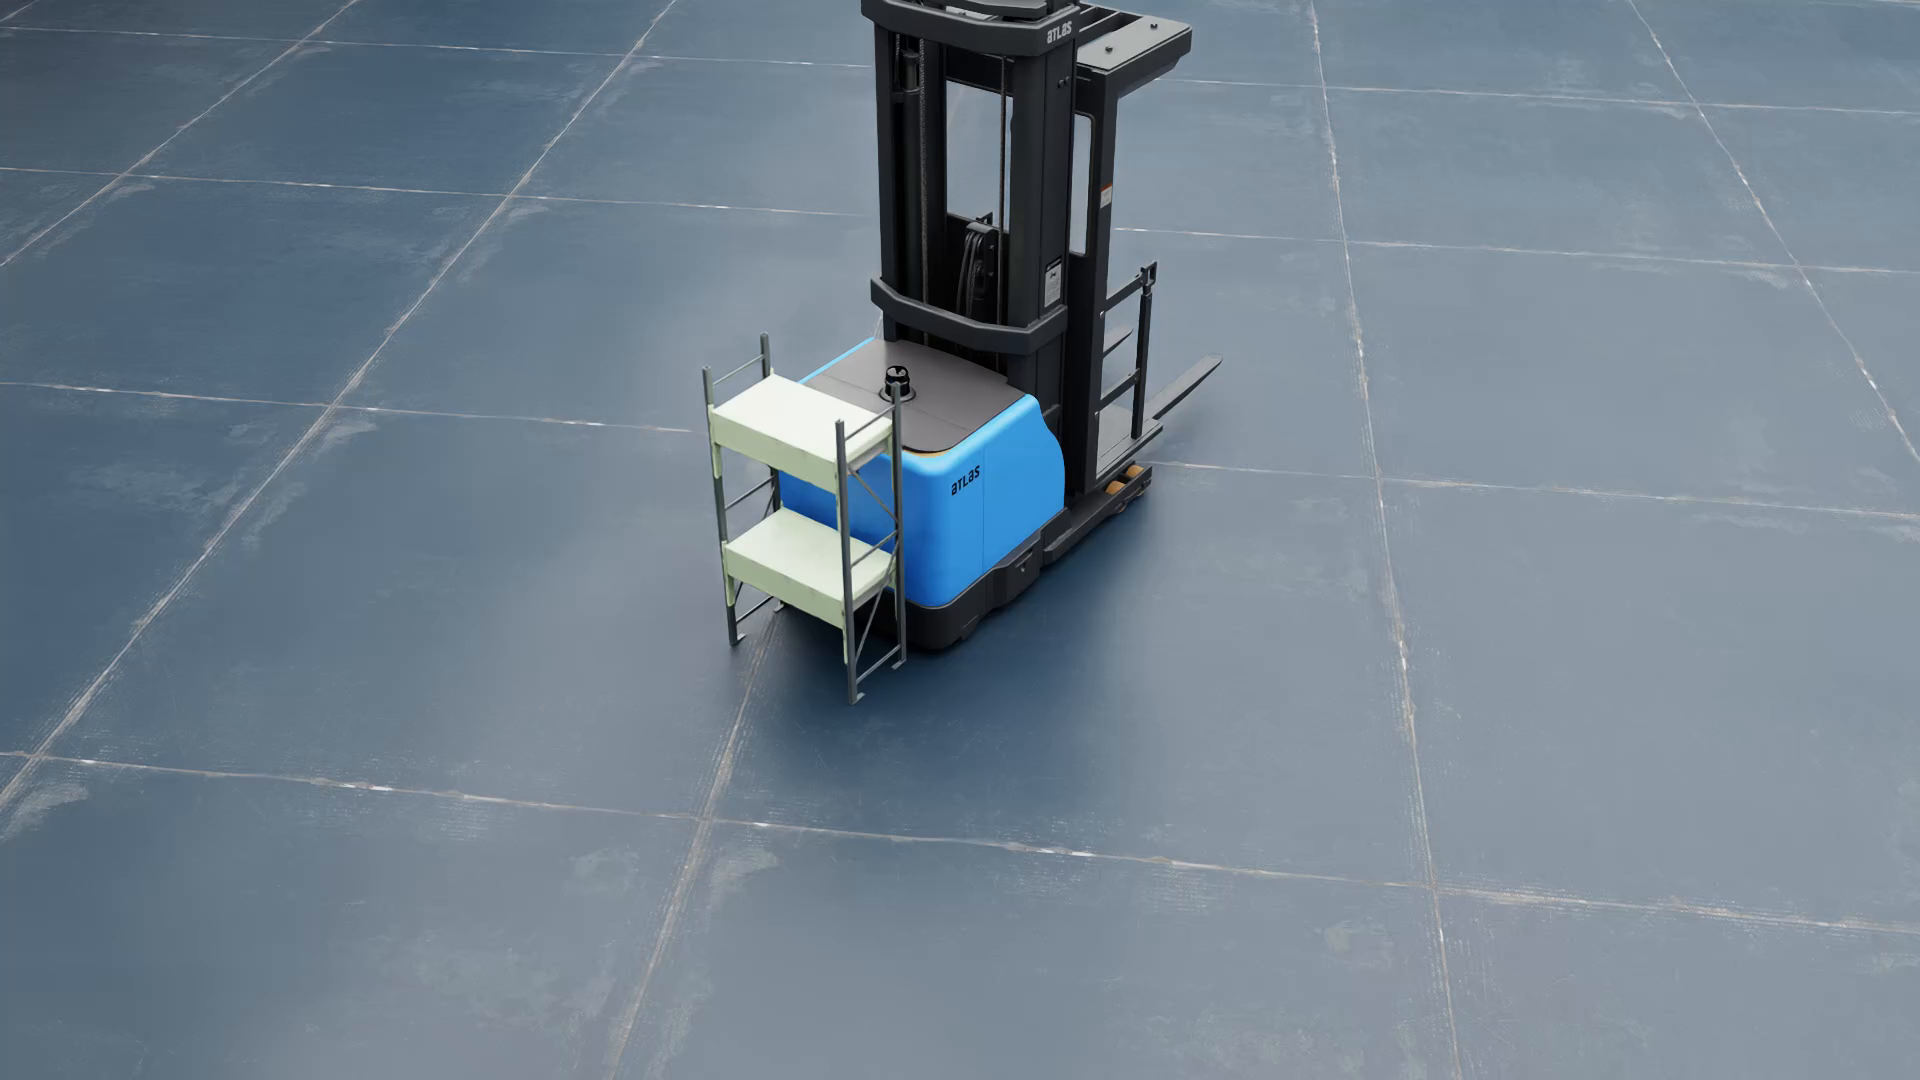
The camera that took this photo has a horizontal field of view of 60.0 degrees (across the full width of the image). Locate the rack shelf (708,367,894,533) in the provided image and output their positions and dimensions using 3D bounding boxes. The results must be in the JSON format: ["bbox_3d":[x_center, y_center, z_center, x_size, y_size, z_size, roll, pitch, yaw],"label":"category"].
[{"bbox_3d":[-0.673,-0.399,7.202,0.720,0.370,0.431,23,41,29],"label":"rack shelf"}]

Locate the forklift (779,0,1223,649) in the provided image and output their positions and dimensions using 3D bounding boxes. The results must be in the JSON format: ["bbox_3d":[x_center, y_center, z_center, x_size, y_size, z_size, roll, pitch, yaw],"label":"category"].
[{"bbox_3d":[0.373,-1.488,8.169,1.130,2.935,3.031,23,42,29],"label":"forklift"}]

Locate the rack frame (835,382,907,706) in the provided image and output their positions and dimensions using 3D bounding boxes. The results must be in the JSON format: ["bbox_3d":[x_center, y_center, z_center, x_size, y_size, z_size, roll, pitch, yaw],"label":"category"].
[{"bbox_3d":[-0.378,0.045,7.252,0.023,1.500,0.400,23,41,29],"label":"rack frame"}]

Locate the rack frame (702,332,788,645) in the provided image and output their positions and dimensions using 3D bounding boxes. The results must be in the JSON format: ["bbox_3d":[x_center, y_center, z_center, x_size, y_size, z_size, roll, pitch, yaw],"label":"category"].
[{"bbox_3d":[-0.968,-0.206,7.604,0.023,1.500,0.400,23,41,29],"label":"rack frame"}]

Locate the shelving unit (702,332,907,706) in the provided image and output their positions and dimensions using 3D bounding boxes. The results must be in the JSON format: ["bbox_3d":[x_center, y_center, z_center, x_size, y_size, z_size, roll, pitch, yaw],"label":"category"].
[{"bbox_3d":[-0.673,-0.081,7.428,0.755,1.500,0.431,23,41,29],"label":"shelving unit"}]

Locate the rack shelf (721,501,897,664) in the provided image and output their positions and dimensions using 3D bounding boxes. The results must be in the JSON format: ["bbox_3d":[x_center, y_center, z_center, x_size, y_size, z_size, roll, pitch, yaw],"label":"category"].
[{"bbox_3d":[-0.673,0.185,7.617,0.720,0.370,0.431,23,41,29],"label":"rack shelf"}]
